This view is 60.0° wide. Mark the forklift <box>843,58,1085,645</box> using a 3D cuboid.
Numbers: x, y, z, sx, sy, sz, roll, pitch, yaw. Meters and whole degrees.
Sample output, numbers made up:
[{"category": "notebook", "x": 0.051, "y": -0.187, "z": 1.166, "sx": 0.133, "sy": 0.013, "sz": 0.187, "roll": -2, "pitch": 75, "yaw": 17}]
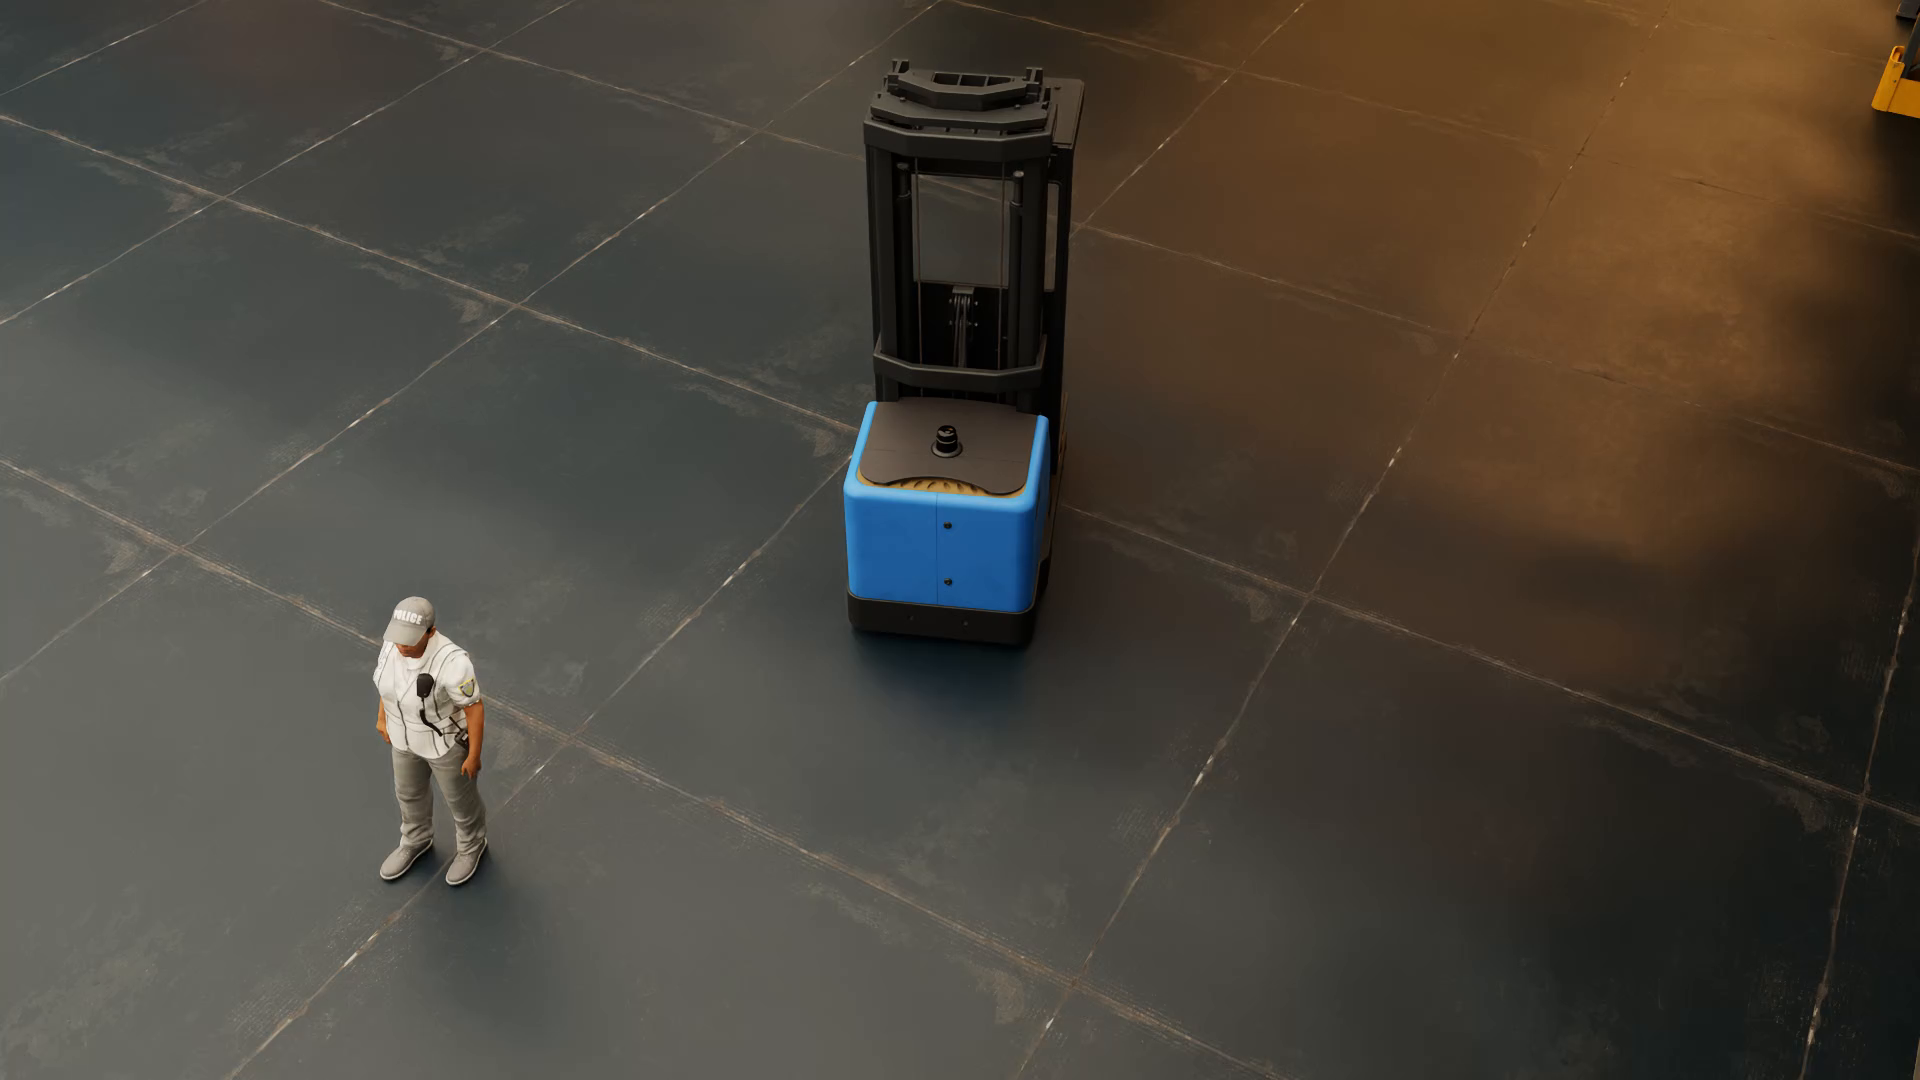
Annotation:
[{"category": "forklift", "x": 0.084, "y": -1.495, "z": 9.479, "sx": 1.130, "sy": 2.935, "sz": 3.031, "roll": 5, "pitch": 42, "yaw": 6}]

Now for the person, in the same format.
[{"category": "person", "x": -2.484, "y": 0.951, "z": 7.679, "sx": 0.599, "sy": 1.669, "sz": 0.529, "roll": 17, "pitch": 45, "yaw": 18}]
